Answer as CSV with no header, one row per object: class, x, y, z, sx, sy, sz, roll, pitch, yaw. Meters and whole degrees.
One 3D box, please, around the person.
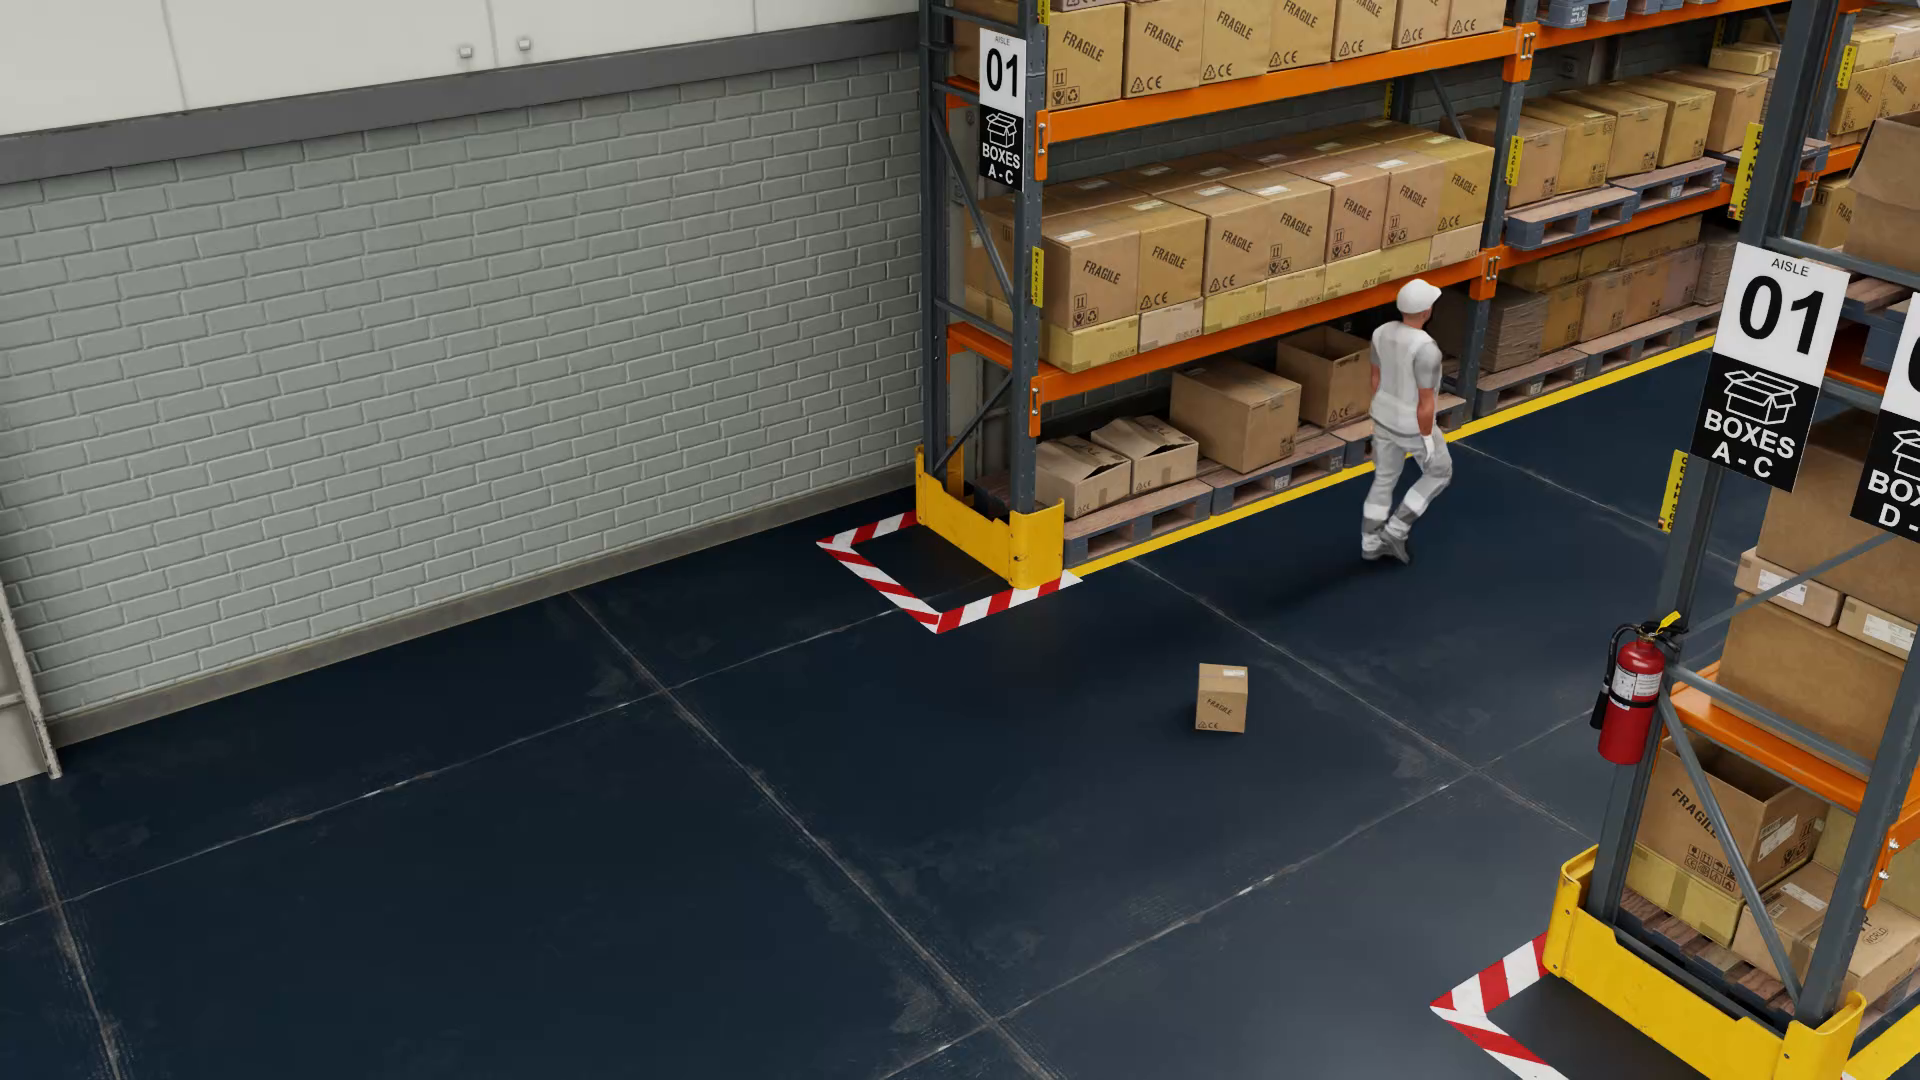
person,2.671,-0.692,9.831,0.458,1.801,0.595,-16,32,-27
